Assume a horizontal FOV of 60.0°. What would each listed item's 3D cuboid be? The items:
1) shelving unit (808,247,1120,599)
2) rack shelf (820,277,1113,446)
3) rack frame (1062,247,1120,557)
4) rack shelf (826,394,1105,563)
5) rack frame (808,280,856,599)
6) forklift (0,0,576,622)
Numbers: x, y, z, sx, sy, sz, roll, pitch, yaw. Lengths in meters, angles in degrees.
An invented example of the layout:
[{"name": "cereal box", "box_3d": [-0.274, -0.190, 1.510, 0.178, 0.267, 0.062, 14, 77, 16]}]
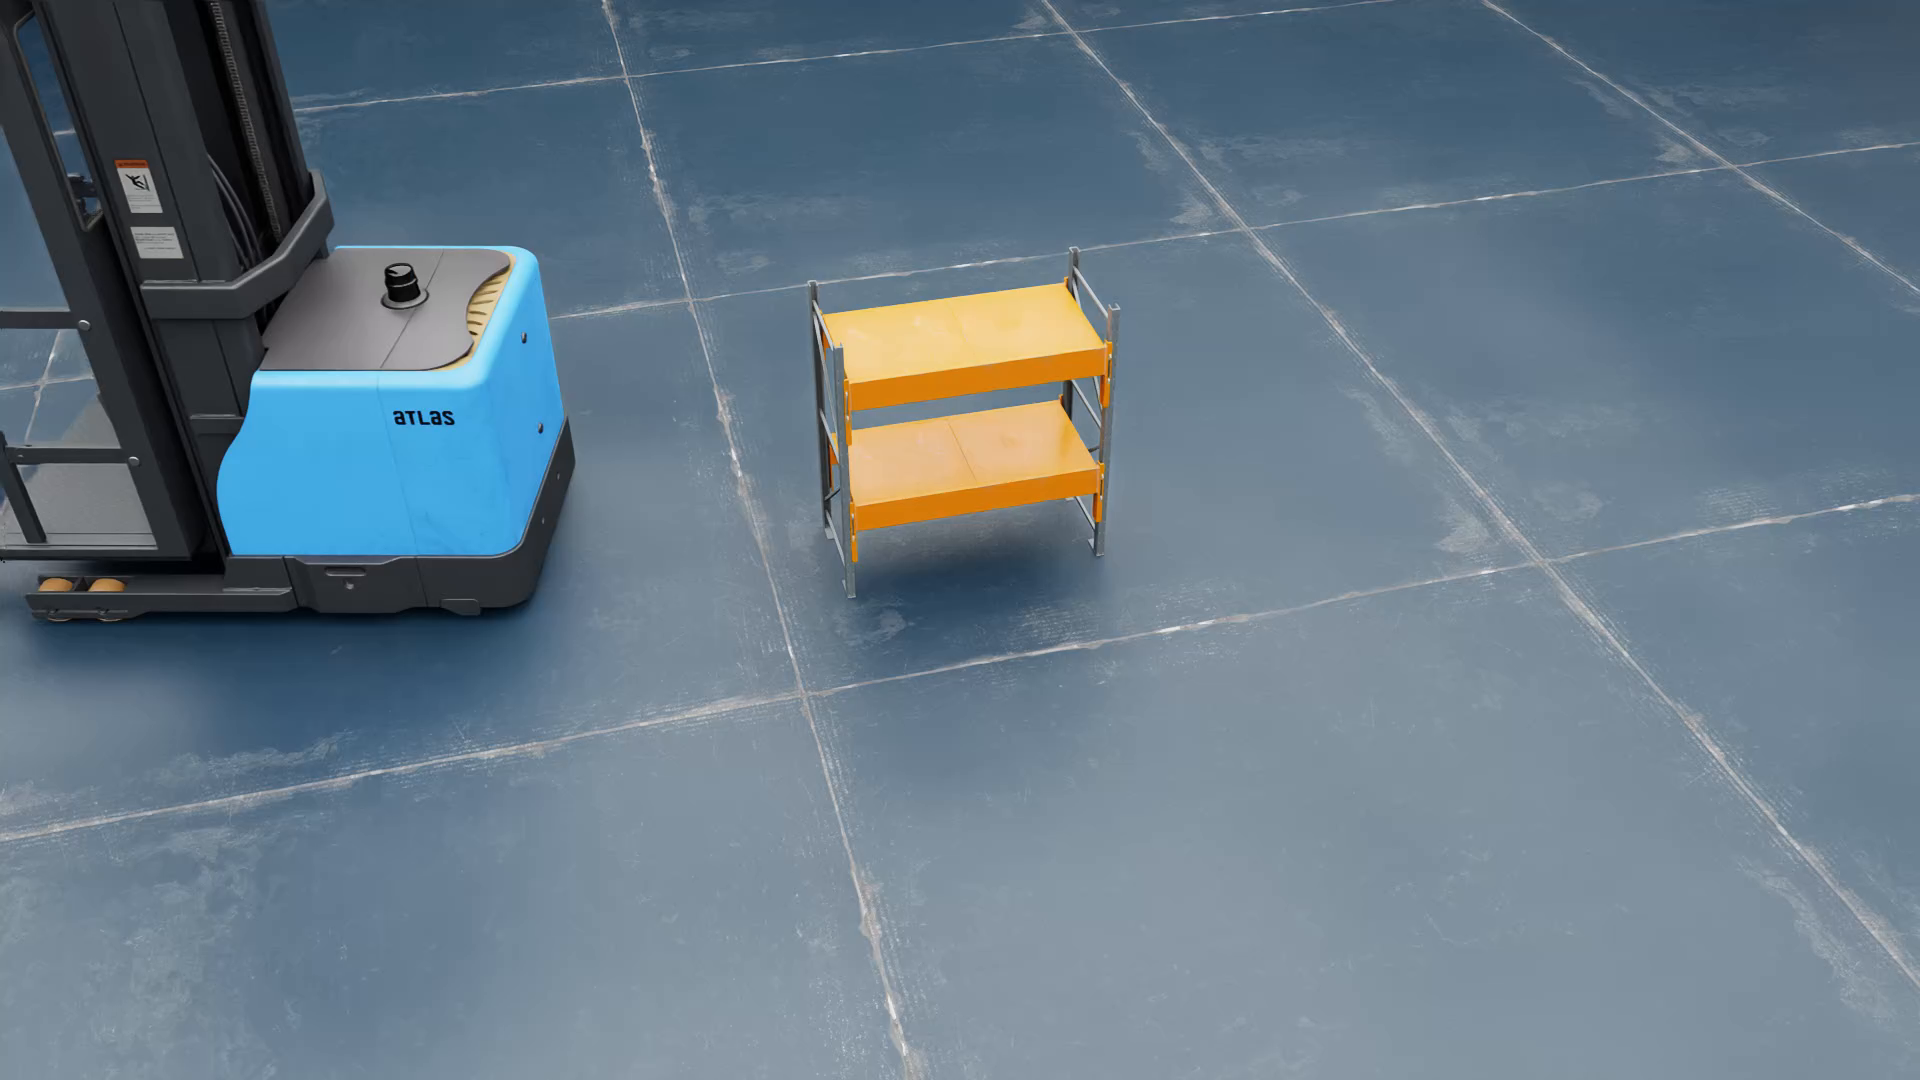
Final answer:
[{"name": "shelving unit", "box_3d": [0.007, -0.448, 6.410, 1.048, 1.125, 0.538, -9, 38, -12]}, {"name": "rack shelf", "box_3d": [0.007, -0.680, 6.232, 1.000, 0.278, 0.538, -9, 38, -12]}, {"name": "rack frame", "box_3d": [0.497, -0.528, 6.515, 0.032, 1.125, 0.500, -9, 38, -12]}, {"name": "rack shelf", "box_3d": [0.007, -0.254, 6.558, 1.000, 0.278, 0.538, -9, 38, -12]}, {"name": "rack frame", "box_3d": [-0.484, -0.367, 6.304, 0.032, 1.125, 0.500, -9, 38, -12]}, {"name": "forklift", "box_3d": [-3.147, -1.175, 5.873, 3.031, 2.935, 1.130, 0, 37, 0]}]
